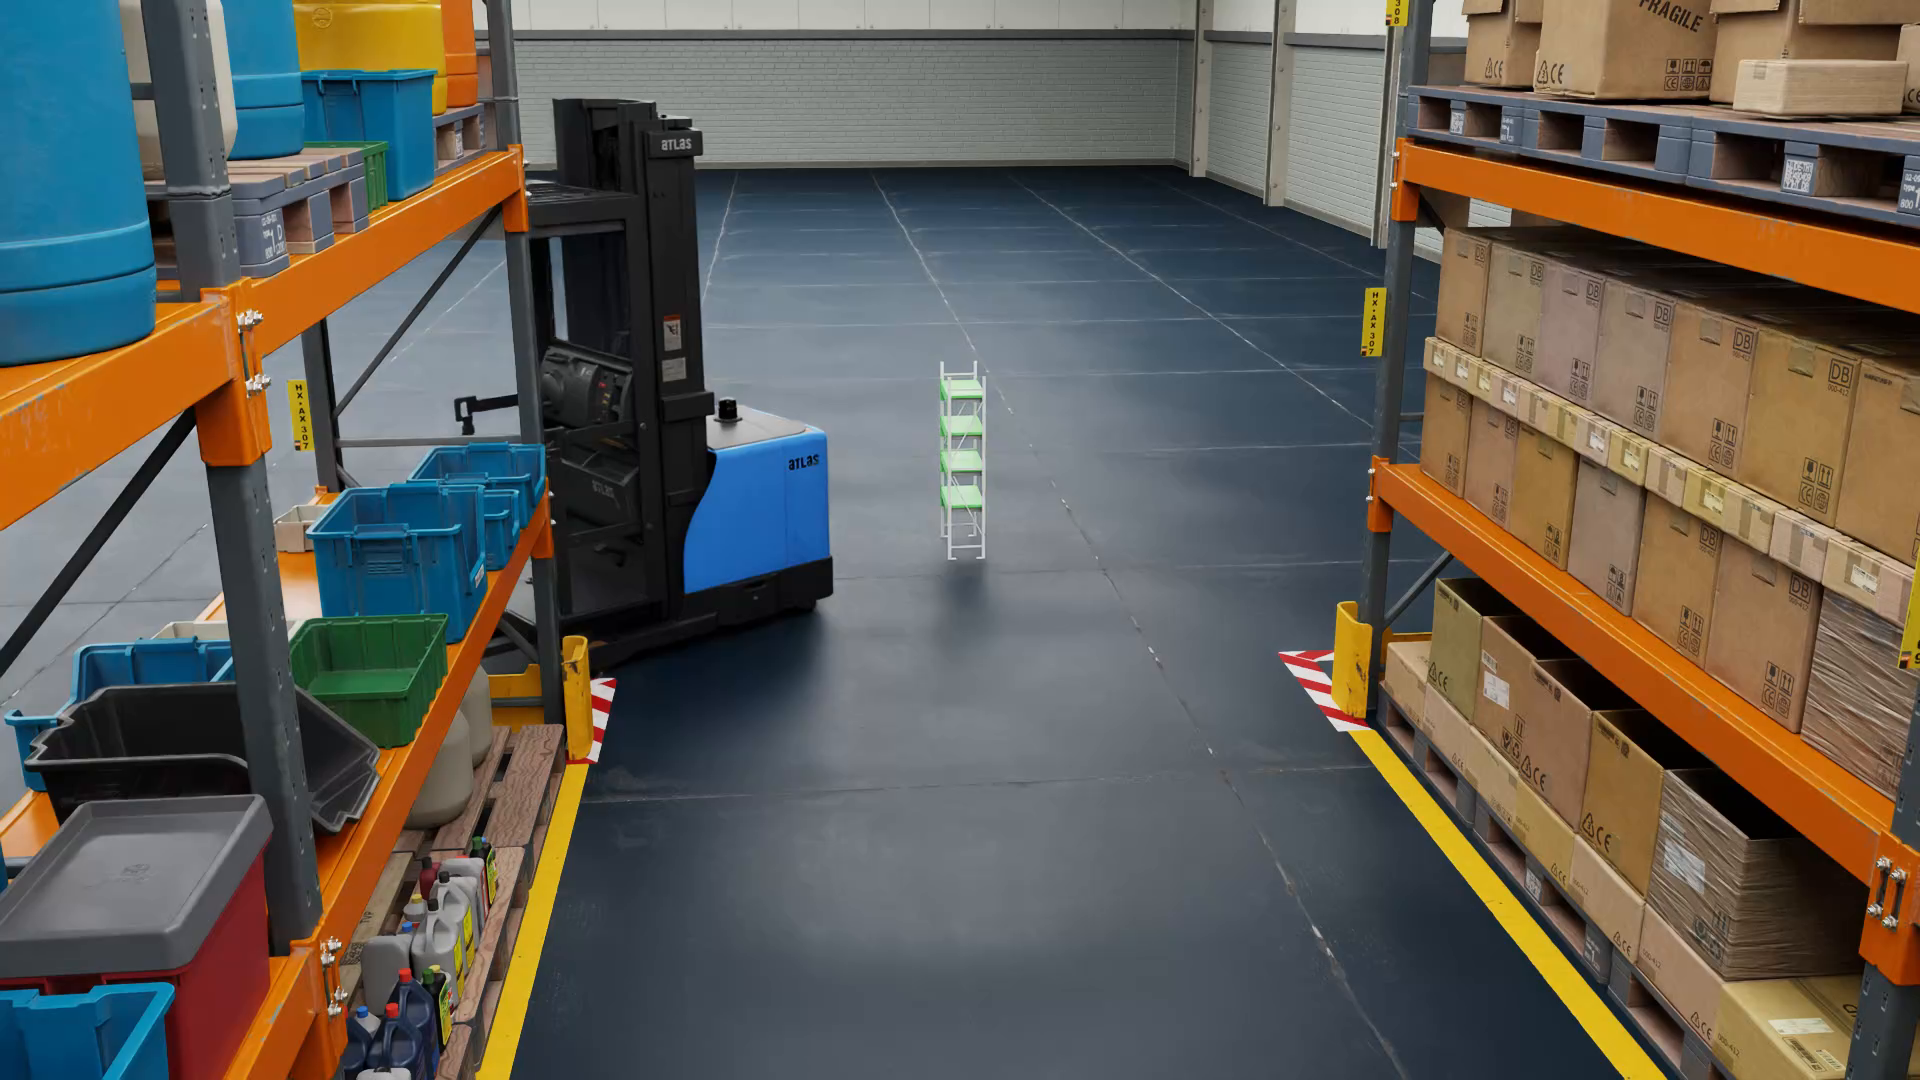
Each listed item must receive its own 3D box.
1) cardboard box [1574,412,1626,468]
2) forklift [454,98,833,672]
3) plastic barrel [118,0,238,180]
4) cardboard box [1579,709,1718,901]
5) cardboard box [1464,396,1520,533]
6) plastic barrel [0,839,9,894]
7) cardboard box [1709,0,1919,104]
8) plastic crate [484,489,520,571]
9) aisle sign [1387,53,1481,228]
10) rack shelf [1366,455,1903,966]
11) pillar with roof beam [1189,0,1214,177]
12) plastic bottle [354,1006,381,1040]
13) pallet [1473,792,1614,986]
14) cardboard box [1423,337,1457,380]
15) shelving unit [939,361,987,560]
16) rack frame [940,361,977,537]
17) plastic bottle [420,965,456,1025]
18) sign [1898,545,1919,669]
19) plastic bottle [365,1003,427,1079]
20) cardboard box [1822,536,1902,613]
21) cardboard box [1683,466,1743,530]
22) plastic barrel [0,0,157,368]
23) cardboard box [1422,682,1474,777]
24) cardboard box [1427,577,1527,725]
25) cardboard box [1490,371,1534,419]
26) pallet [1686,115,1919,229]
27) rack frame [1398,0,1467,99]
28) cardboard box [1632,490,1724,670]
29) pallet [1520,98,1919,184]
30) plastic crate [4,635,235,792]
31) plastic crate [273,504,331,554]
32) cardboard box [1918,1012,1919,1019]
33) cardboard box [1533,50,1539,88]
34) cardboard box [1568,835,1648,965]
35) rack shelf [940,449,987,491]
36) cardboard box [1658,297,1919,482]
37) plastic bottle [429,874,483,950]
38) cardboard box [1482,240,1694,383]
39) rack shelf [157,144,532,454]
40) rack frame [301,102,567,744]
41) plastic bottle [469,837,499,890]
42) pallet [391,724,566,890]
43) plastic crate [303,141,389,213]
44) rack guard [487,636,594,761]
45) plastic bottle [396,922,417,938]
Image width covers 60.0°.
[{"bbox_3d":[2.497,-0.372,6.106,0.380,0.149,0.250,-2,18,-5],"label":"cardboard box"},{"bbox_3d":[-2.194,-0.828,8.921,3.031,2.935,1.130,-15,23,-39],"label":"forklift"},{"bbox_3d":[-1.851,-1.072,3.689,0.421,0.512,0.421,0,17,0],"label":"plastic barrel"},{"bbox_3d":[2.565,0.919,5.879,0.500,0.500,0.500,-2,18,-6],"label":"cardboard box"},{"bbox_3d":[2.607,-0.349,7.113,0.700,0.500,0.500,-1,17,-4],"label":"cardboard box"},{"bbox_3d":[-2.263,0.632,3.319,0.600,0.901,0.708,-2,18,-6],"label":"plastic barrel"},{"bbox_3d":[2.881,-1.647,5.301,0.797,0.503,0.637,0,17,0],"label":"cardboard box"},{"bbox_3d":[-2.004,-0.040,6.546,0.499,0.251,0.408,-2,18,-6],"label":"plastic crate"},{"bbox_3d":[2.202,-1.847,7.713,0.394,0.787,0.004,-2,18,-6],"label":"aisle sign"},{"bbox_3d":[2.719,0.342,6.280,1.077,0.370,4.000,-2,18,-6],"label":"rack shelf"},{"bbox_3d":[0.996,-12.236,35.130,9.100,9.000,0.400,-2,18,-6],"label":"pillar with roof beam"},{"bbox_3d":[-1.807,1.546,5.066,0.097,0.271,0.097,0,17,0],"label":"plastic bottle"},{"bbox_3d":[2.756,1.323,6.611,1.003,0.211,1.213,-2,18,-6],"label":"pallet"},{"bbox_3d":[2.339,-0.830,7.565,0.380,0.149,0.250,-2,18,-6],"label":"cardboard box"},{"bbox_3d":[0.017,-0.523,10.840,0.258,1.200,0.503,-2,18,-6],"label":"shelving unit"},{"bbox_3d":[-0.008,-0.596,11.072,0.240,1.200,0.015,-2,18,-6],"label":"rack frame"},{"bbox_3d":[-1.698,1.477,5.401,0.097,0.201,0.097,0,17,0],"label":"plastic bottle"},{"bbox_3d":[2.374,0.162,4.077,0.100,0.325,0.005,-2,18,-6],"label":"sign"},{"bbox_3d":[-1.672,1.547,4.928,0.144,0.351,0.185,-1,17,-4],"label":"plastic bottle"},{"bbox_3d":[2.661,0.090,4.634,0.380,0.149,0.250,-2,18,-7],"label":"cardboard box"},{"bbox_3d":[2.581,-0.140,5.365,0.380,0.149,0.250,-2,18,-6],"label":"cardboard box"},{"bbox_3d":[-1.733,-0.779,2.805,0.600,0.901,0.708,-2,18,-6],"label":"plastic barrel"},{"bbox_3d":[2.402,0.830,7.414,0.500,0.250,0.500,-2,18,-6],"label":"cardboard box"},{"bbox_3d":[2.401,0.472,7.302,0.500,0.500,0.500,-2,18,-6],"label":"cardboard box"},{"bbox_3d":[2.417,-0.602,6.838,0.380,0.149,0.250,-2,18,-6],"label":"cardboard box"},{"bbox_3d":[2.812,-1.047,4.645,1.003,0.211,1.213,-2,18,-6],"label":"pallet"},{"bbox_3d":[2.513,-3.459,7.172,1.000,3.000,0.127,-2,18,-6],"label":"rack frame"},{"bbox_3d":[2.765,0.109,5.656,0.700,0.500,0.500,-2,17,-5],"label":"cardboard box"},{"bbox_3d":[2.689,-1.410,5.800,1.003,0.211,1.213,-2,18,-6],"label":"pallet"},{"bbox_3d":[-2.386,0.496,4.836,0.499,0.251,0.616,-2,18,-6],"label":"plastic crate"},{"bbox_3d":[-2.642,-0.043,6.745,0.298,0.136,0.250,-2,18,-6],"label":"plastic crate"},{"bbox_3d":[3.179,1.559,5.093,0.500,0.250,0.500,-2,18,-6],"label":"cardboard box"},{"bbox_3d":[2.459,-1.819,6.441,0.380,0.149,0.250,-2,18,-6],"label":"cardboard box"},{"bbox_3d":[2.552,1.277,5.990,0.500,0.250,0.500,-2,18,-6],"label":"cardboard box"},{"bbox_3d":[0.017,-0.462,10.859,0.258,0.148,0.480,-2,18,-6],"label":"rack shelf"},{"bbox_3d":[2.769,-0.503,5.440,0.700,0.500,0.500,-2,18,-6],"label":"cardboard box"},{"bbox_3d":[-1.776,1.296,5.855,0.152,0.276,0.135,-2,18,-7],"label":"plastic bottle"},{"bbox_3d":[2.614,-0.952,6.868,0.700,0.500,0.500,-2,18,-7],"label":"cardboard box"},{"bbox_3d":[-2.208,-0.937,5.347,1.077,0.370,4.000,-2,18,-6],"label":"rack shelf"},{"bbox_3d":[-2.414,-0.445,7.586,1.000,3.000,0.127,-2,18,-6],"label":"rack frame"},{"bbox_3d":[-1.789,1.214,6.240,0.097,0.201,0.097,0,17,0],"label":"plastic bottle"},{"bbox_3d":[-2.281,1.149,7.165,1.003,0.211,1.213,-2,18,-6],"label":"pallet"},{"bbox_3d":[-1.894,-1.062,4.897,0.336,0.188,0.450,-2,18,-6],"label":"plastic crate"},{"bbox_3d":[-2.360,0.769,7.893,1.175,0.500,0.348,-2,18,-6],"label":"rack guard"},{"bbox_3d":[-1.870,1.397,5.656,0.097,0.201,0.097,0,17,0],"label":"plastic bottle"}]
